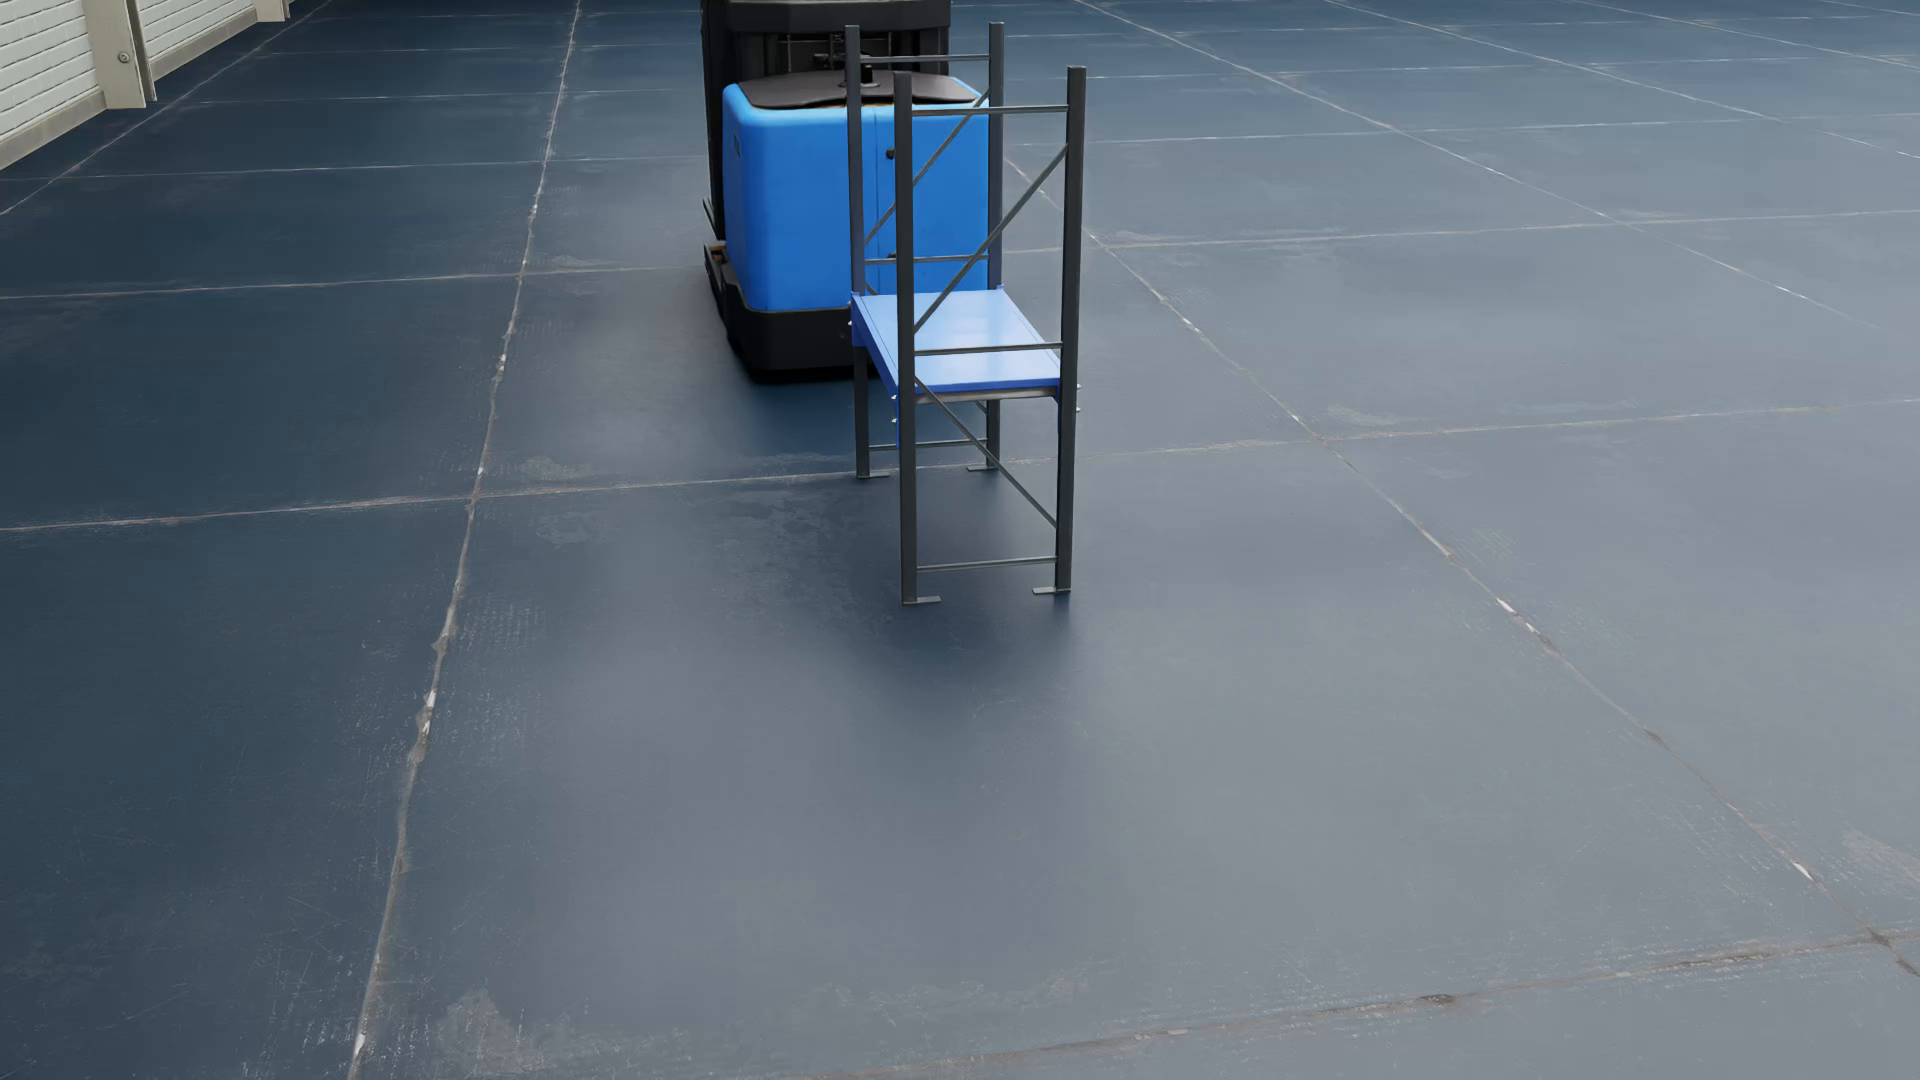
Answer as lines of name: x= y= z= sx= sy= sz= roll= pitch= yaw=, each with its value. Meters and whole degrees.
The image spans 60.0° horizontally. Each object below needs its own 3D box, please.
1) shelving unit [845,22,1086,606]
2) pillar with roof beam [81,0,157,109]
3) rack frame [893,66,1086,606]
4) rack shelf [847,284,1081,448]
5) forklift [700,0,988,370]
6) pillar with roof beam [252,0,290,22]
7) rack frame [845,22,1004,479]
shelving unit: x=-0.016 y=-0.721 z=5.027 sx=0.538 sy=1.500 sz=1.048 roll=-4 pitch=24 yaw=-10
pillar with roof beam: x=-2.318 y=-7.880 z=12.049 sx=9.100 sy=9.000 sz=0.400 roll=-4 pitch=24 yaw=-10
rack frame: x=0.078 y=-0.521 z=4.569 sx=0.500 sy=1.500 sz=0.032 roll=-4 pitch=24 yaw=-10
rack shelf: x=-0.016 y=-0.556 z=5.099 sx=0.538 sy=0.185 sz=1.000 roll=-4 pitch=24 yaw=-10
forklift: x=-0.645 y=-2.579 z=7.494 sx=1.130 sy=2.935 sz=3.031 roll=-5 pitch=24 yaw=-11
pillar with roof beam: x=-3.428 y=-10.240 z=17.453 sx=9.100 sy=9.000 sz=0.400 roll=-4 pitch=24 yaw=-10
rack frame: x=-0.110 y=-0.921 z=5.484 sx=0.500 sy=1.500 sz=0.032 roll=-4 pitch=24 yaw=-10
